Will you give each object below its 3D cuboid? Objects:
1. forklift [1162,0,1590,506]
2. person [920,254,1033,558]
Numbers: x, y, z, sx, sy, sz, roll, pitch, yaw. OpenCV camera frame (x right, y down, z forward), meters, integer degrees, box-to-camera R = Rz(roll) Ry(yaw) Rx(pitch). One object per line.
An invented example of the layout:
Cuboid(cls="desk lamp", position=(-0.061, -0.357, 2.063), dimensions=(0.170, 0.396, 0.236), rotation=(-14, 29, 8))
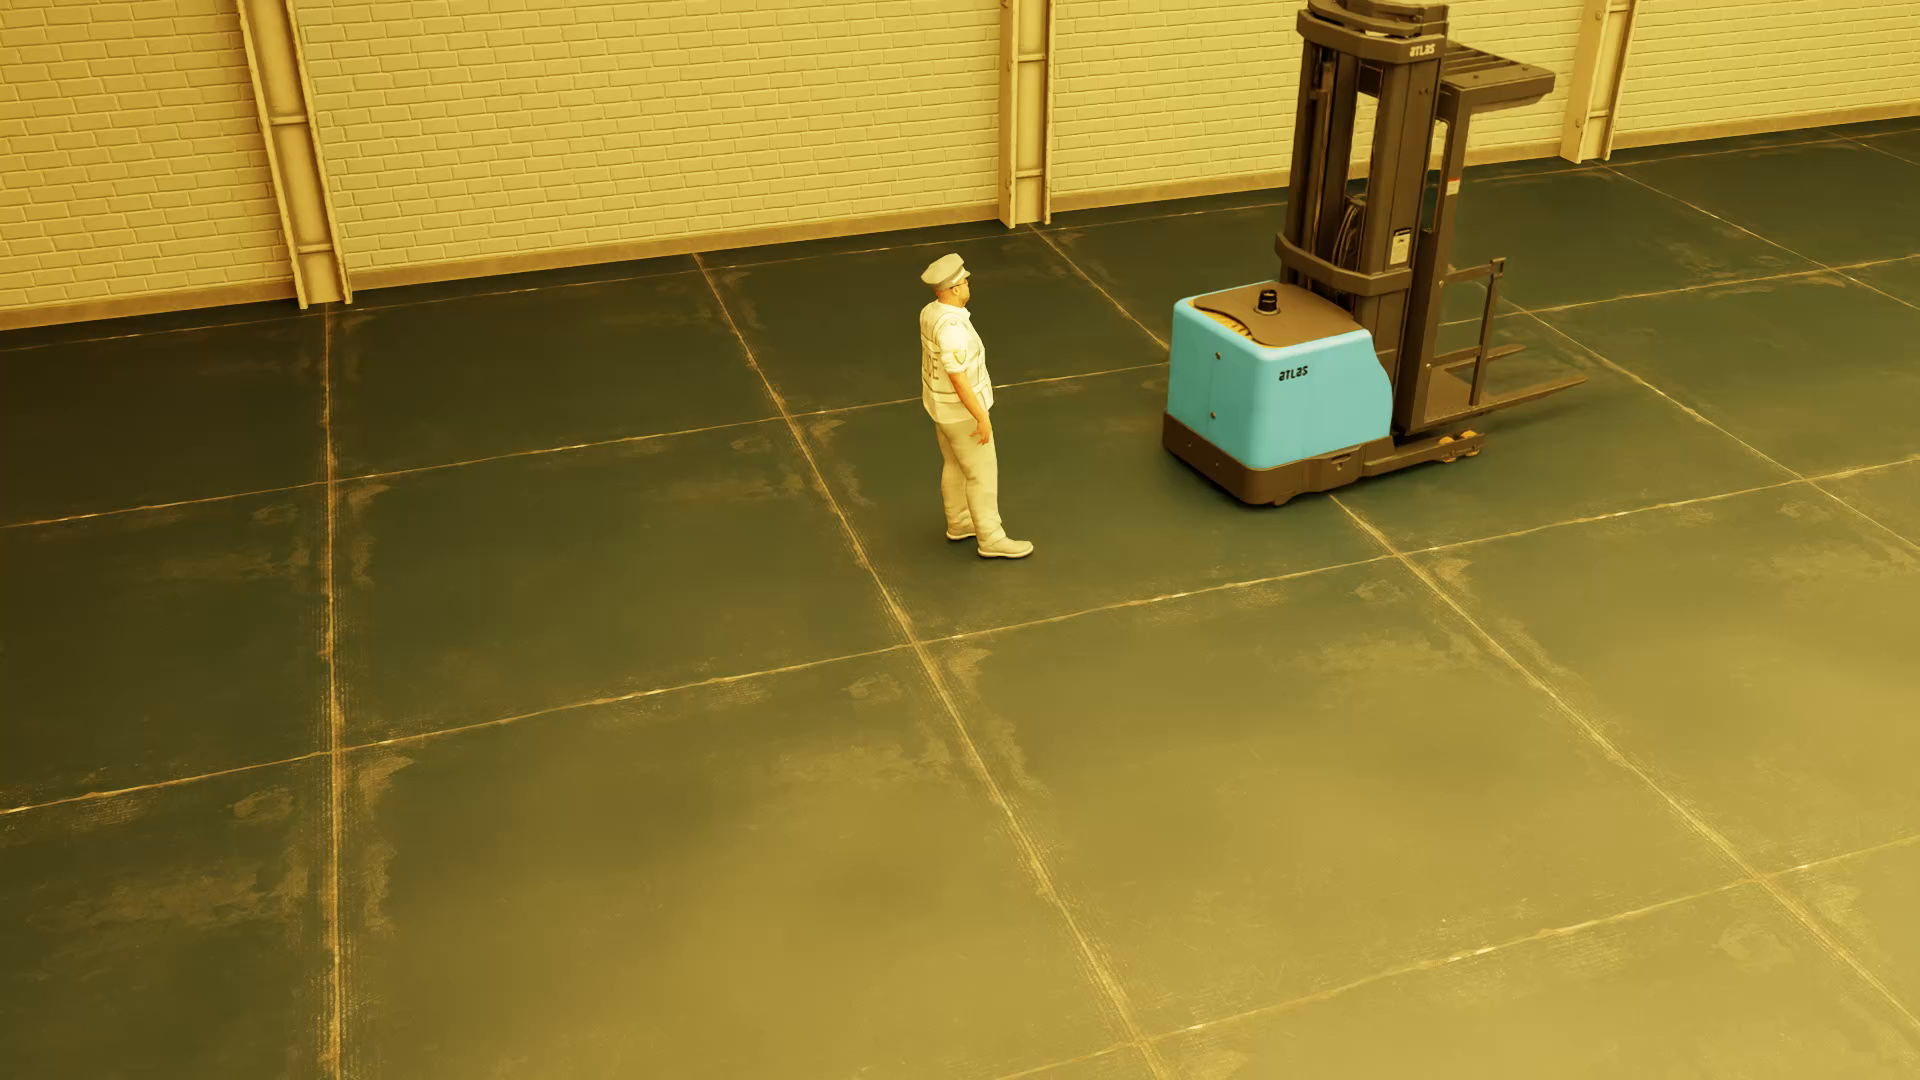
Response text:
Cuboid(cls="forklift", position=(2.881, -1.994, 10.552), dimensions=(3.031, 2.935, 1.130), rotation=(-15, 33, -24))
Cuboid(cls="person", position=(0.078, -0.787, 9.590), dimensions=(0.574, 1.781, 0.641), rotation=(-10, 31, -16))
